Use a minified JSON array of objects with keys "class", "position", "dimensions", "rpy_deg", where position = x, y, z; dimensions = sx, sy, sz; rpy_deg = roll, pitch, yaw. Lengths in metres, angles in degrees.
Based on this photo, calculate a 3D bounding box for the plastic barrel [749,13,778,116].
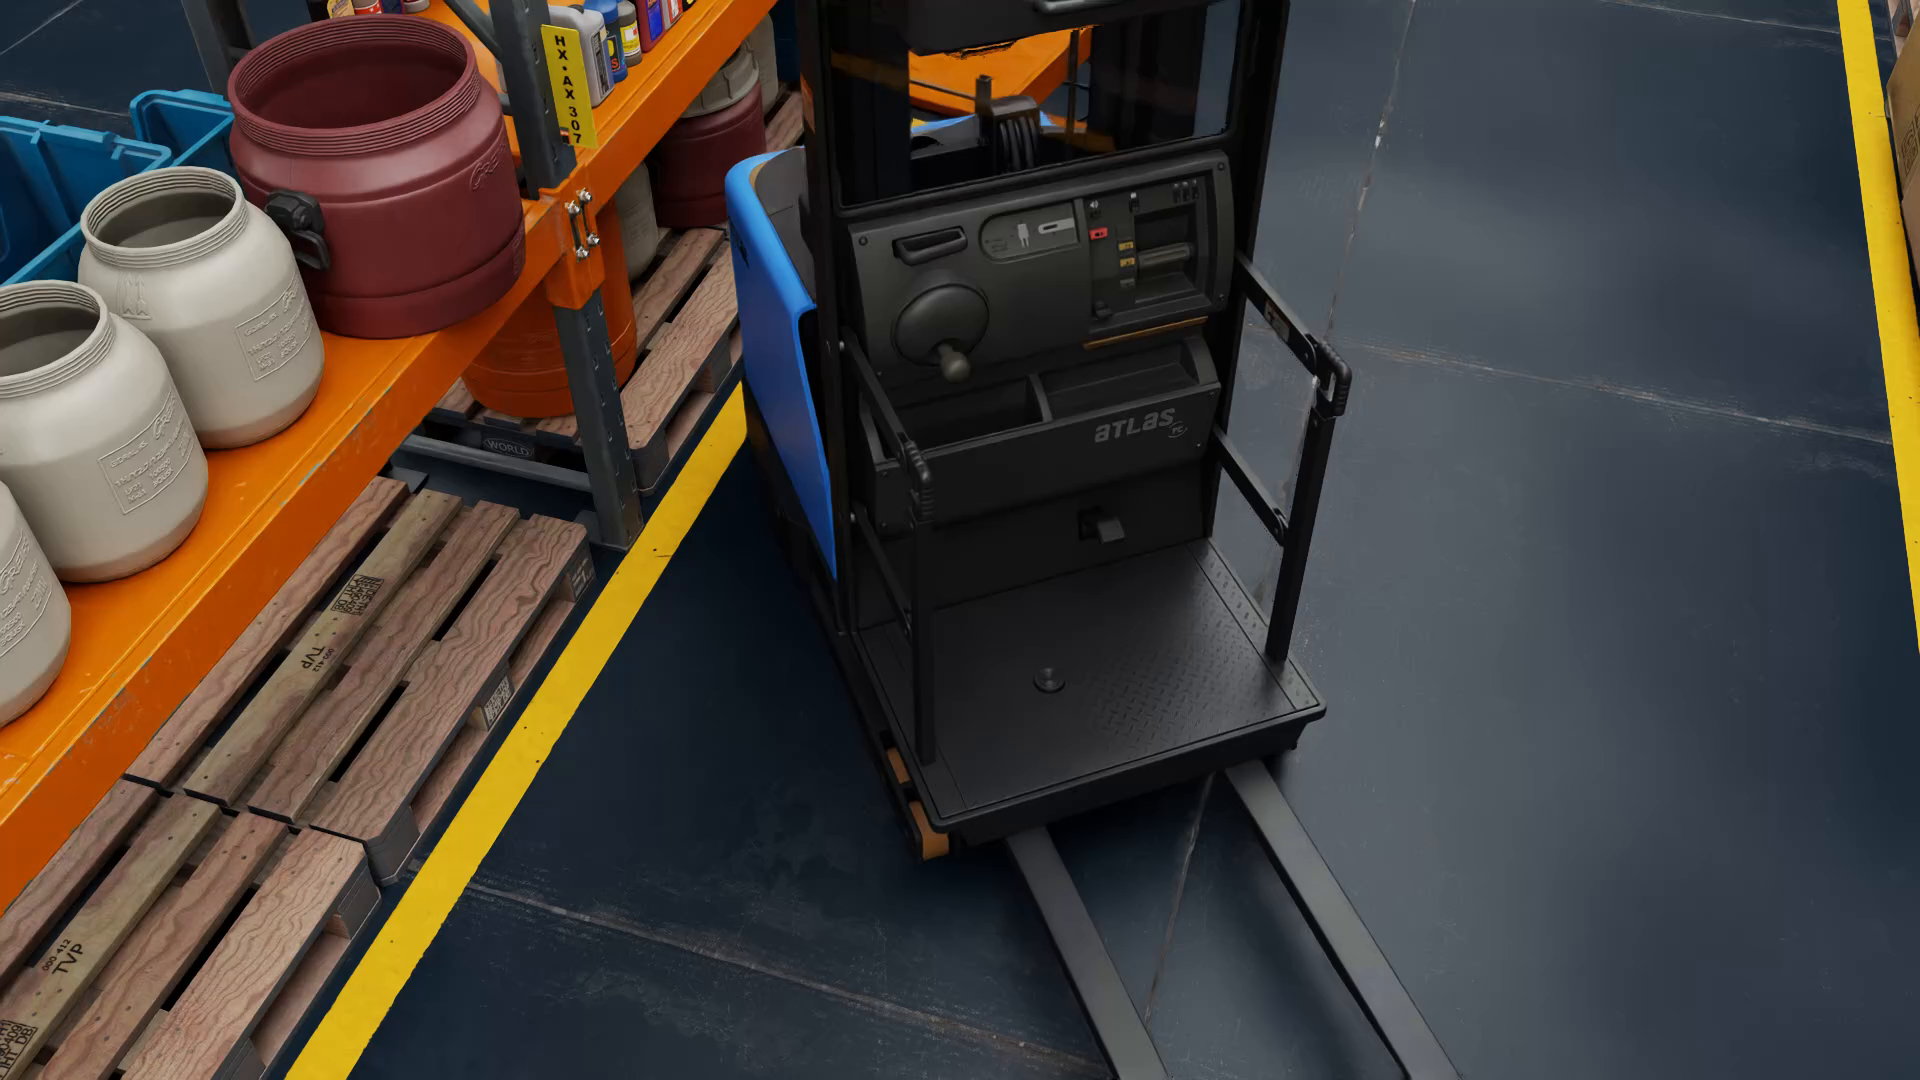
[{"class":"plastic barrel","position":[-0.937,-1.916,6.541],"dimensions":[0.421,0.512,0.421],"rpy_deg":[0,44,0]}]

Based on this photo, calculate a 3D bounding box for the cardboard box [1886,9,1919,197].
[{"class":"cardboard box","position":[4.260,-1.754,6.117],"dimensions":[1.225,0.875,0.875],"rpy_deg":[13,46,13]}]

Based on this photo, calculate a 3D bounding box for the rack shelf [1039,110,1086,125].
[{"class":"rack shelf","position":[0.114,-1.230,6.052],"dimensions":[0.538,0.278,1.000],"rpy_deg":[21,48,20]}]

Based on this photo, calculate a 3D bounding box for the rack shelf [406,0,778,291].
[{"class":"rack shelf","position":[-0.891,-2.253,5.922],"dimensions":[1.077,0.370,4.000],"rpy_deg":[13,46,13]}]

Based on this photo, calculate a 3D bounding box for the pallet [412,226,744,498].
[{"class":"pallet","position":[-1.298,-0.715,5.829],"dimensions":[1.003,0.211,1.213],"rpy_deg":[13,46,13]}]

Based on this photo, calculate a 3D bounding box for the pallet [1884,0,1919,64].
[{"class":"pallet","position":[4.740,-2.288,7.437],"dimensions":[1.003,0.211,1.213],"rpy_deg":[13,46,13]}]

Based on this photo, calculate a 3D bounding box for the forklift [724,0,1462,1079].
[{"class":"forklift","position":[0.283,-0.539,3.705],"dimensions":[1.130,2.935,3.031],"rpy_deg":[-15,46,-14]}]

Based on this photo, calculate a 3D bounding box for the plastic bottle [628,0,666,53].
[{"class":"plastic bottle","position":[-0.915,-1.565,4.788],"dimensions":[0.061,0.283,0.133],"rpy_deg":[13,46,13]}]

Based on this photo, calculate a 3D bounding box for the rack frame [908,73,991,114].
[{"class":"rack frame","position":[-0.131,-1.093,5.563],"dimensions":[0.500,1.125,0.032],"rpy_deg":[21,48,20]}]

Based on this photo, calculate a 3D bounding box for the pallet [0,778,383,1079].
[{"class":"pallet","position":[-2.140,1.138,3.936],"dimensions":[1.003,0.211,1.213],"rpy_deg":[13,46,13]}]

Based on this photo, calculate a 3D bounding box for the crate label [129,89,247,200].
[{"class":"crate label","position":[-1.981,-0.916,4.161],"dimensions":[0.303,0.233,0.416],"rpy_deg":[13,46,13]}]

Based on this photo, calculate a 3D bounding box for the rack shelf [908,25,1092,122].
[{"class":"rack shelf","position":[0.114,-1.614,5.676],"dimensions":[0.538,0.278,1.000],"rpy_deg":[21,48,20]}]

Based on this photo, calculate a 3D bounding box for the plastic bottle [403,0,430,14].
[{"class":"plastic bottle","position":[-1.659,-1.693,4.977],"dimensions":[0.097,0.201,0.097],"rpy_deg":[0,44,0]}]

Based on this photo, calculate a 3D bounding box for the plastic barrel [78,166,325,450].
[{"class":"plastic barrel","position":[-1.605,-0.486,3.522],"dimensions":[0.421,0.512,0.421],"rpy_deg":[0,44,0]}]

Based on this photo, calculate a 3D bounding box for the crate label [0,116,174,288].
[{"class":"crate label","position":[-2.055,-0.585,3.677],"dimensions":[0.502,0.435,0.616],"rpy_deg":[13,46,13]}]

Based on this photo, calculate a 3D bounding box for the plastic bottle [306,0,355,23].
[{"class":"plastic bottle","position":[-1.781,-1.495,4.717],"dimensions":[0.061,0.283,0.133],"rpy_deg":[13,46,13]}]

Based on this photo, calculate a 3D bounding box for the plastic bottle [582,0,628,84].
[{"class":"plastic bottle","position":[-0.996,-1.422,4.651],"dimensions":[0.097,0.271,0.097],"rpy_deg":[0,44,0]}]

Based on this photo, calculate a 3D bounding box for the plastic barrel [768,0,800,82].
[{"class":"plastic barrel","position":[-0.681,-2.412,6.770],"dimensions":[0.600,0.901,0.708],"rpy_deg":[13,46,13]}]

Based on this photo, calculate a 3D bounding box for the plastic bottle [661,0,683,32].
[{"class":"plastic bottle","position":[-0.917,-1.661,4.891],"dimensions":[0.152,0.276,0.135],"rpy_deg":[13,46,13]}]

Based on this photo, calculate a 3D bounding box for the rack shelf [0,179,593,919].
[{"class":"rack shelf","position":[-2.102,0.413,3.197],"dimensions":[1.077,0.370,4.000],"rpy_deg":[13,46,13]}]

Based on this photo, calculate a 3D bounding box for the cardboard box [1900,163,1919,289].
[{"class":"cardboard box","position":[3.991,-1.158,5.508],"dimensions":[1.225,0.875,0.875],"rpy_deg":[11,45,11]}]

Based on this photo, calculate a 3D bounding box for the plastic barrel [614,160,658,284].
[{"class":"plastic barrel","position":[-1.279,-1.163,5.772],"dimensions":[0.421,0.512,0.421],"rpy_deg":[0,44,0]}]

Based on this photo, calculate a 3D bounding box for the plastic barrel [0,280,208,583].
[{"class":"plastic barrel","position":[-1.732,-0.205,3.235],"dimensions":[0.421,0.512,0.421],"rpy_deg":[0,44,0]}]

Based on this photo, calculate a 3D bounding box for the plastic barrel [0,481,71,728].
[{"class":"plastic barrel","position":[-1.856,0.072,2.934],"dimensions":[0.433,0.535,0.433],"rpy_deg":[0,44,0]}]

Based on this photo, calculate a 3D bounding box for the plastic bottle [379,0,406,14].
[{"class":"plastic bottle","position":[-1.711,-1.649,4.874],"dimensions":[0.061,0.283,0.133],"rpy_deg":[13,46,13]}]

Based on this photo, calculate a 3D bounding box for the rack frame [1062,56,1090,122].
[{"class":"rack frame","position":[0.359,-1.716,6.199],"dimensions":[0.500,1.125,0.032],"rpy_deg":[21,48,20]}]

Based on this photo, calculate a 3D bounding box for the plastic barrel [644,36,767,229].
[{"class":"plastic barrel","position":[-1.023,-1.548,6.111],"dimensions":[0.600,0.588,0.708],"rpy_deg":[13,46,13]}]

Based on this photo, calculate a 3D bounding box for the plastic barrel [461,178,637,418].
[{"class":"plastic barrel","position":[-1.365,-0.881,5.257],"dimensions":[0.600,0.830,0.708],"rpy_deg":[13,46,13]}]

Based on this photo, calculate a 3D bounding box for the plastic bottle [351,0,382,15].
[{"class":"plastic bottle","position":[-1.728,-1.539,4.820],"dimensions":[0.097,0.201,0.097],"rpy_deg":[0,44,0]}]

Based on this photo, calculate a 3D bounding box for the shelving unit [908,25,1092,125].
[{"class":"shelving unit","position":[0.114,-1.405,5.881],"dimensions":[0.538,1.125,1.048],"rpy_deg":[21,48,20]}]

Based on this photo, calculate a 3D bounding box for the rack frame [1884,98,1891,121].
[{"class":"rack frame","position":[4.435,-2.794,5.961],"dimensions":[1.000,3.000,0.127],"rpy_deg":[13,46,13]}]

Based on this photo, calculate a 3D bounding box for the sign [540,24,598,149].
[{"class":"sign","position":[-0.970,-1.123,4.137],"dimensions":[0.100,0.325,0.005],"rpy_deg":[13,46,13]}]

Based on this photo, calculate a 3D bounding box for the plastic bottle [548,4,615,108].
[{"class":"plastic bottle","position":[-1.058,-1.352,4.576],"dimensions":[0.152,0.276,0.135],"rpy_deg":[13,46,13]}]

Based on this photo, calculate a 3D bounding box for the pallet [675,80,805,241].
[{"class":"pallet","position":[-0.926,-1.525,6.658],"dimensions":[1.003,0.211,1.213],"rpy_deg":[13,46,13]}]

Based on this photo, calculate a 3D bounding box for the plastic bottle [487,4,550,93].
[{"class":"plastic bottle","position":[-1.203,-1.385,4.609],"dimensions":[0.152,0.276,0.135],"rpy_deg":[13,46,13]}]

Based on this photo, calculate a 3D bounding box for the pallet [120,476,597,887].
[{"class":"pallet","position":[-1.768,0.328,4.764],"dimensions":[1.003,0.211,1.213],"rpy_deg":[13,46,13]}]

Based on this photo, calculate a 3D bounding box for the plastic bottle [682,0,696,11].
[{"class":"plastic bottle","position":[-0.833,-1.743,4.970],"dimensions":[0.061,0.283,0.133],"rpy_deg":[13,46,13]}]

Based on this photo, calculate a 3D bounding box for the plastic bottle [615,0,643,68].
[{"class":"plastic bottle","position":[-0.967,-1.462,4.742],"dimensions":[0.097,0.201,0.097],"rpy_deg":[0,44,0]}]

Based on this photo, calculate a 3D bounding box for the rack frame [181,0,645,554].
[{"class":"rack frame","position":[-1.497,-1.177,4.308],"dimensions":[1.000,3.000,0.127],"rpy_deg":[13,46,13]}]

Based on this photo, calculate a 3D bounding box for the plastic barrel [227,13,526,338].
[{"class":"plastic barrel","position":[-1.348,-0.852,3.879],"dimensions":[0.600,0.536,0.708],"rpy_deg":[13,46,13]}]
